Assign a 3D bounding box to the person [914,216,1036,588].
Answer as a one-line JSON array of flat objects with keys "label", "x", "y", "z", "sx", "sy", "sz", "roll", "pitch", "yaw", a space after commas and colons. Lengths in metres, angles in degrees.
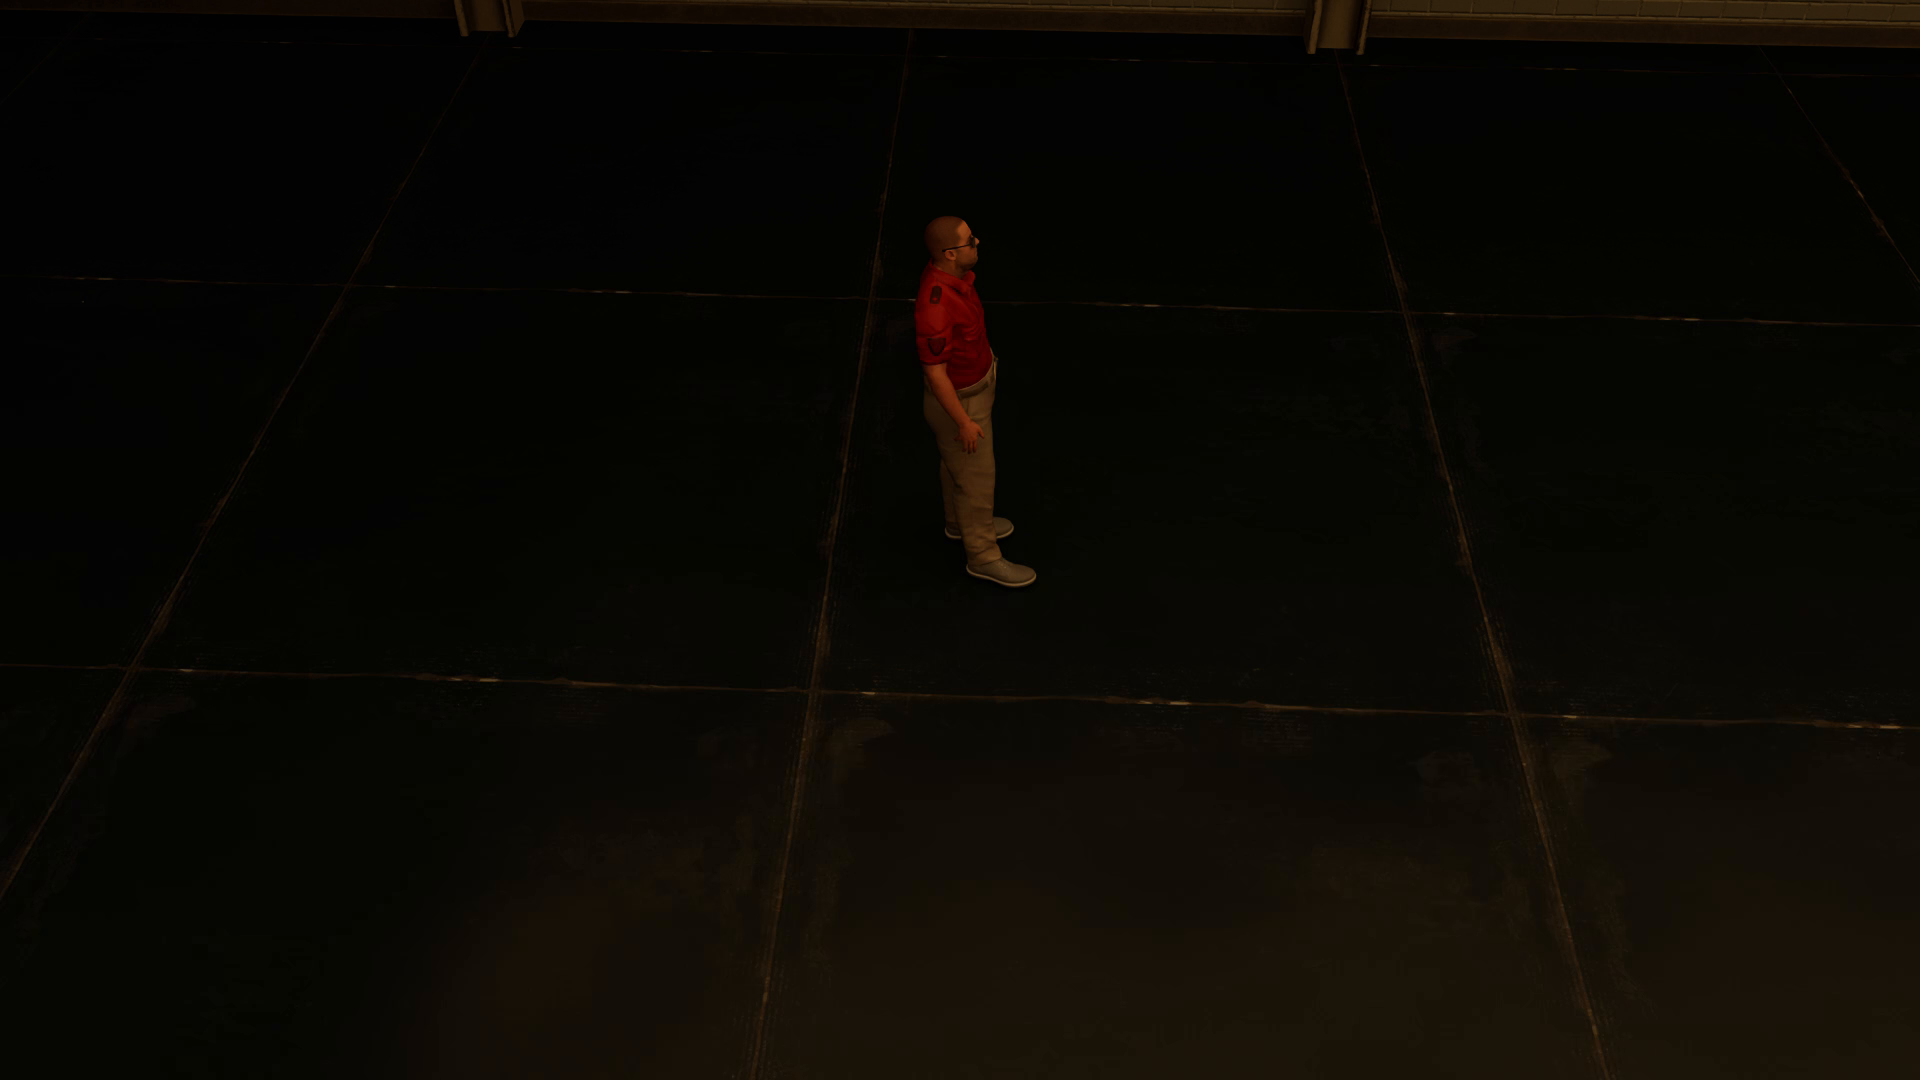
[{"label": "person", "x": 0.089, "y": -0.633, "z": 7.316, "sx": 0.551, "sy": 1.727, "sz": 0.640, "roll": 2, "pitch": 42, "yaw": 2}]
